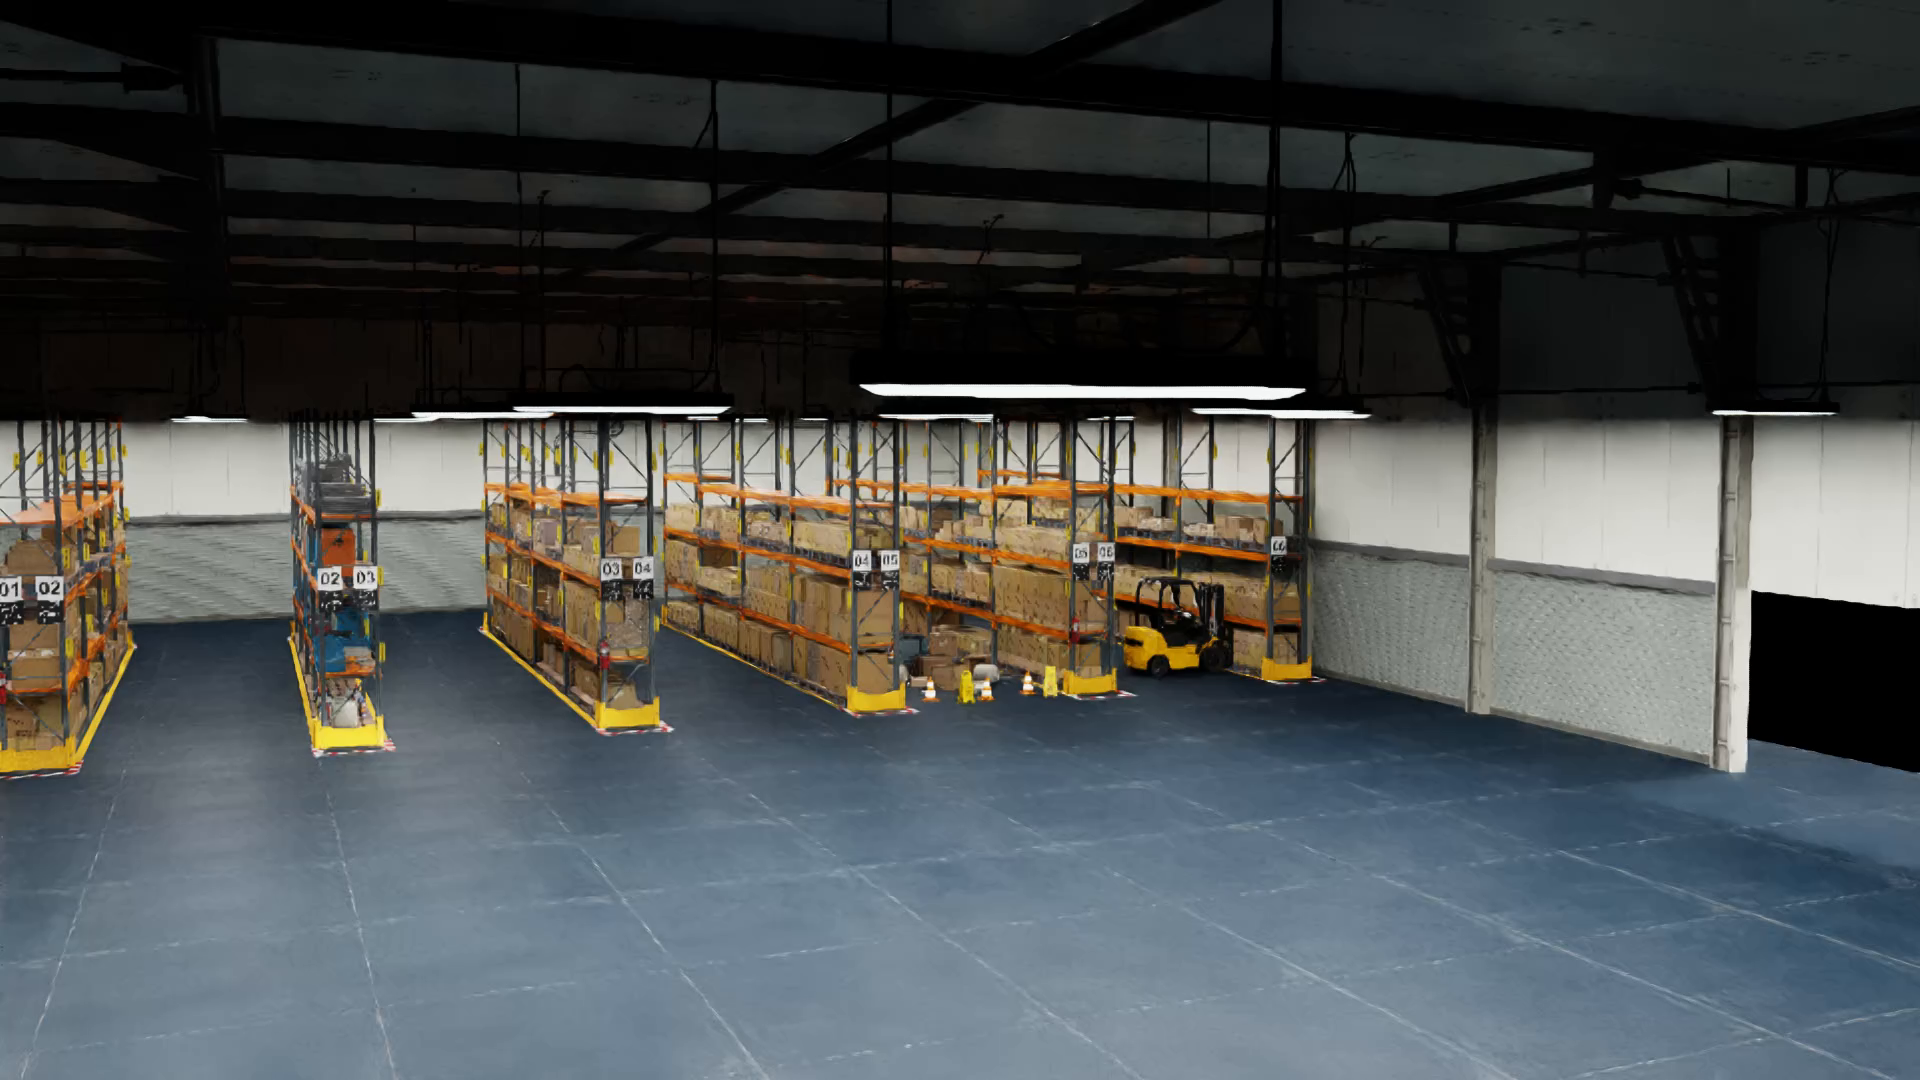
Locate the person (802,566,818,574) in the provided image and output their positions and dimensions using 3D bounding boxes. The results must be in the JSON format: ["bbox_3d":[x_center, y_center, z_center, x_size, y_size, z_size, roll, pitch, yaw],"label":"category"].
[{"bbox_3d":[-4.808,1.122,53.361,0.576,1.746,0.587,1,4,14],"label":"person"}]

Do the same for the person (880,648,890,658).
[{"bbox_3d":[-1.929,2.020,39.951,0.577,1.783,0.662,0,4,6],"label":"person"}]
